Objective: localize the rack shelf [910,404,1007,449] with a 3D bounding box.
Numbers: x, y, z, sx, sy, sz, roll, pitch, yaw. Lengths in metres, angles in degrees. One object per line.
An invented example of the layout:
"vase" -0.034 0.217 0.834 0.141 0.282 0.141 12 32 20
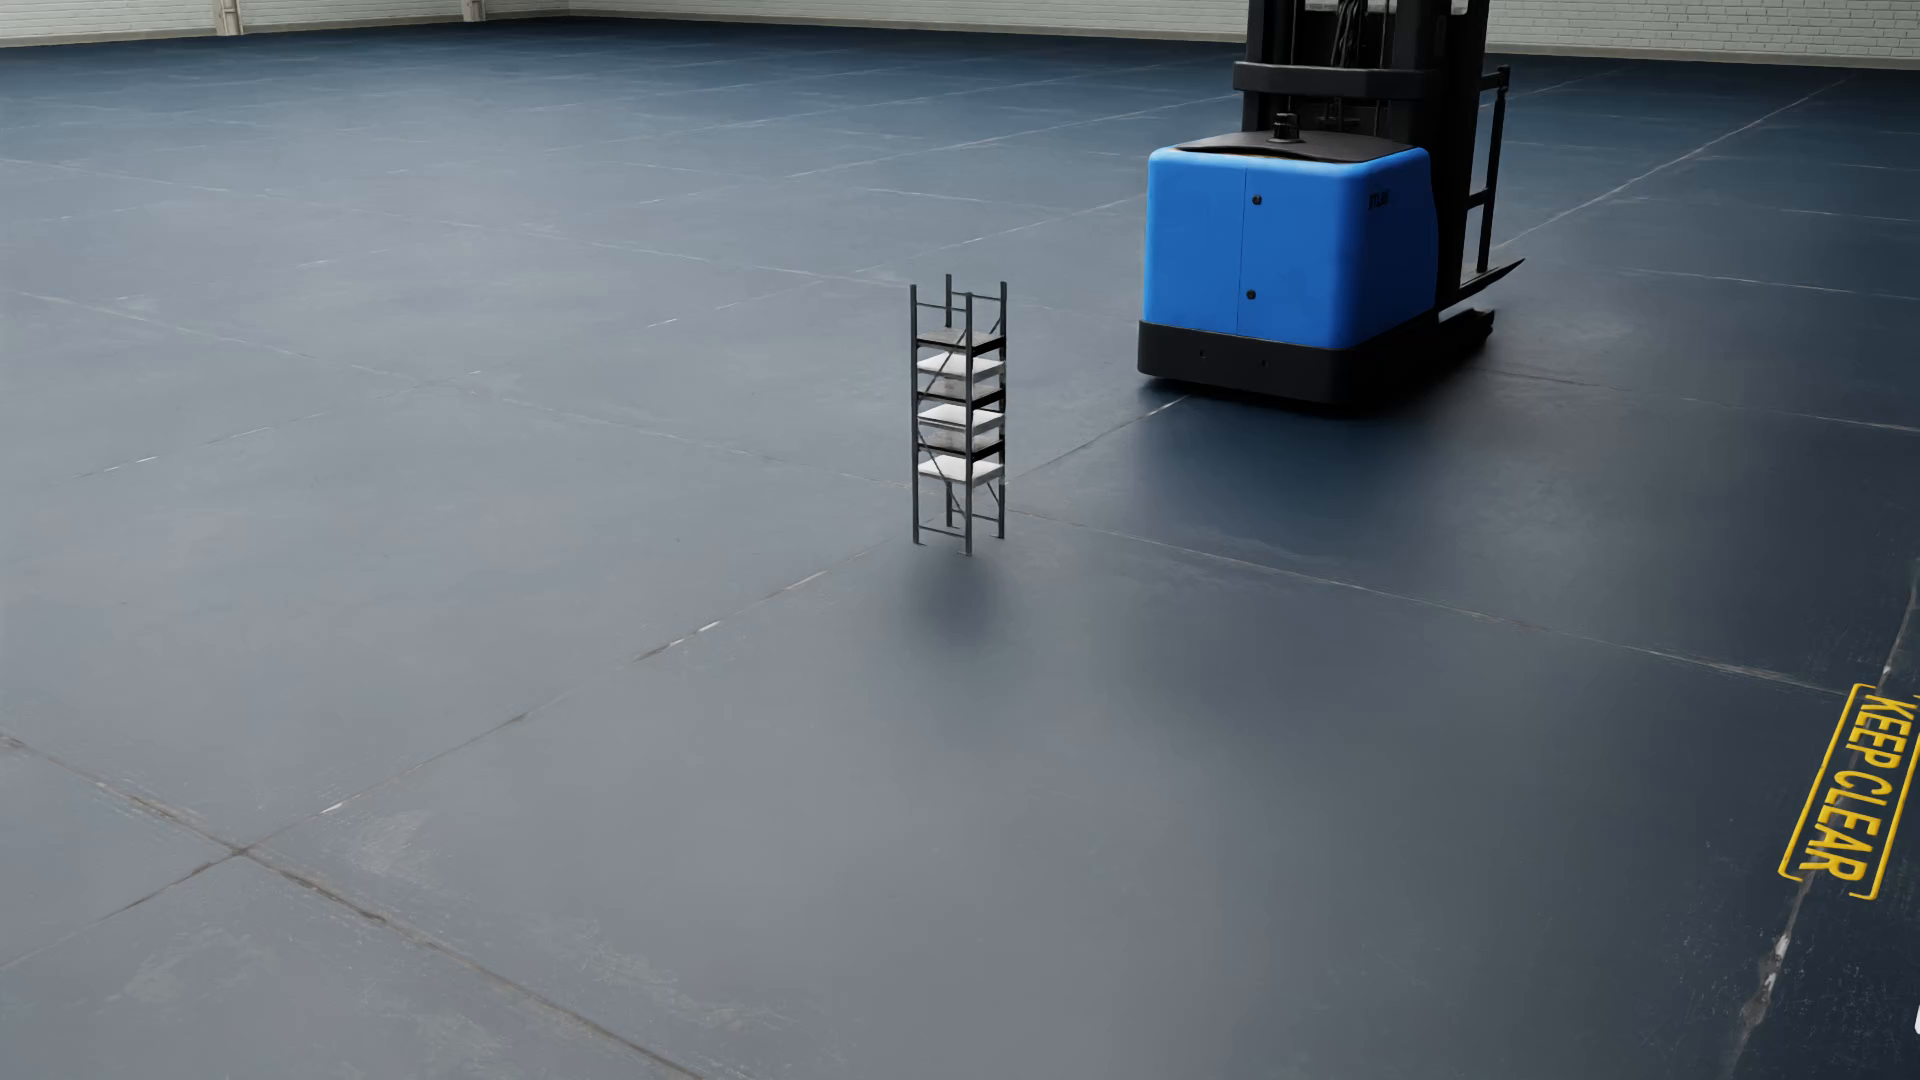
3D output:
"rack shelf" -0.005 -0.388 5.614 0.258 0.077 0.200 13 24 32

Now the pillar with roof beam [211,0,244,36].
"pillar with roof beam" -10.567 -13.154 28.355 9.100 9.000 0.400 13 24 32

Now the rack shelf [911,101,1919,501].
"rack shelf" 7.441 -2.202 11.321 6.000 0.276 18.464 13 24 32

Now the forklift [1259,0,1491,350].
"forklift" 2.075 -2.408 8.050 1.121 2.935 3.031 14 24 32

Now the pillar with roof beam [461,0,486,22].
"pillar with roof beam" -7.194 -14.875 33.009 9.100 9.000 0.400 13 24 32

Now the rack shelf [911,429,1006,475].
"rack shelf" -0.005 -0.304 5.645 0.258 0.077 0.200 13 24 32

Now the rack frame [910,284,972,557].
"rack frame" -0.062 -0.391 5.524 0.240 0.900 0.006 13 24 32

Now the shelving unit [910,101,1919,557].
"shelving unit" 7.439 -2.494 11.210 6.000 0.900 18.469 13 24 32

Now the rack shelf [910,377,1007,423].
"rack shelf" -0.005 -0.473 5.583 0.258 0.077 0.200 13 24 32

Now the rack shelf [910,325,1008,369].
"rack shelf" -0.005 -0.642 5.520 0.258 0.077 0.200 13 24 32
